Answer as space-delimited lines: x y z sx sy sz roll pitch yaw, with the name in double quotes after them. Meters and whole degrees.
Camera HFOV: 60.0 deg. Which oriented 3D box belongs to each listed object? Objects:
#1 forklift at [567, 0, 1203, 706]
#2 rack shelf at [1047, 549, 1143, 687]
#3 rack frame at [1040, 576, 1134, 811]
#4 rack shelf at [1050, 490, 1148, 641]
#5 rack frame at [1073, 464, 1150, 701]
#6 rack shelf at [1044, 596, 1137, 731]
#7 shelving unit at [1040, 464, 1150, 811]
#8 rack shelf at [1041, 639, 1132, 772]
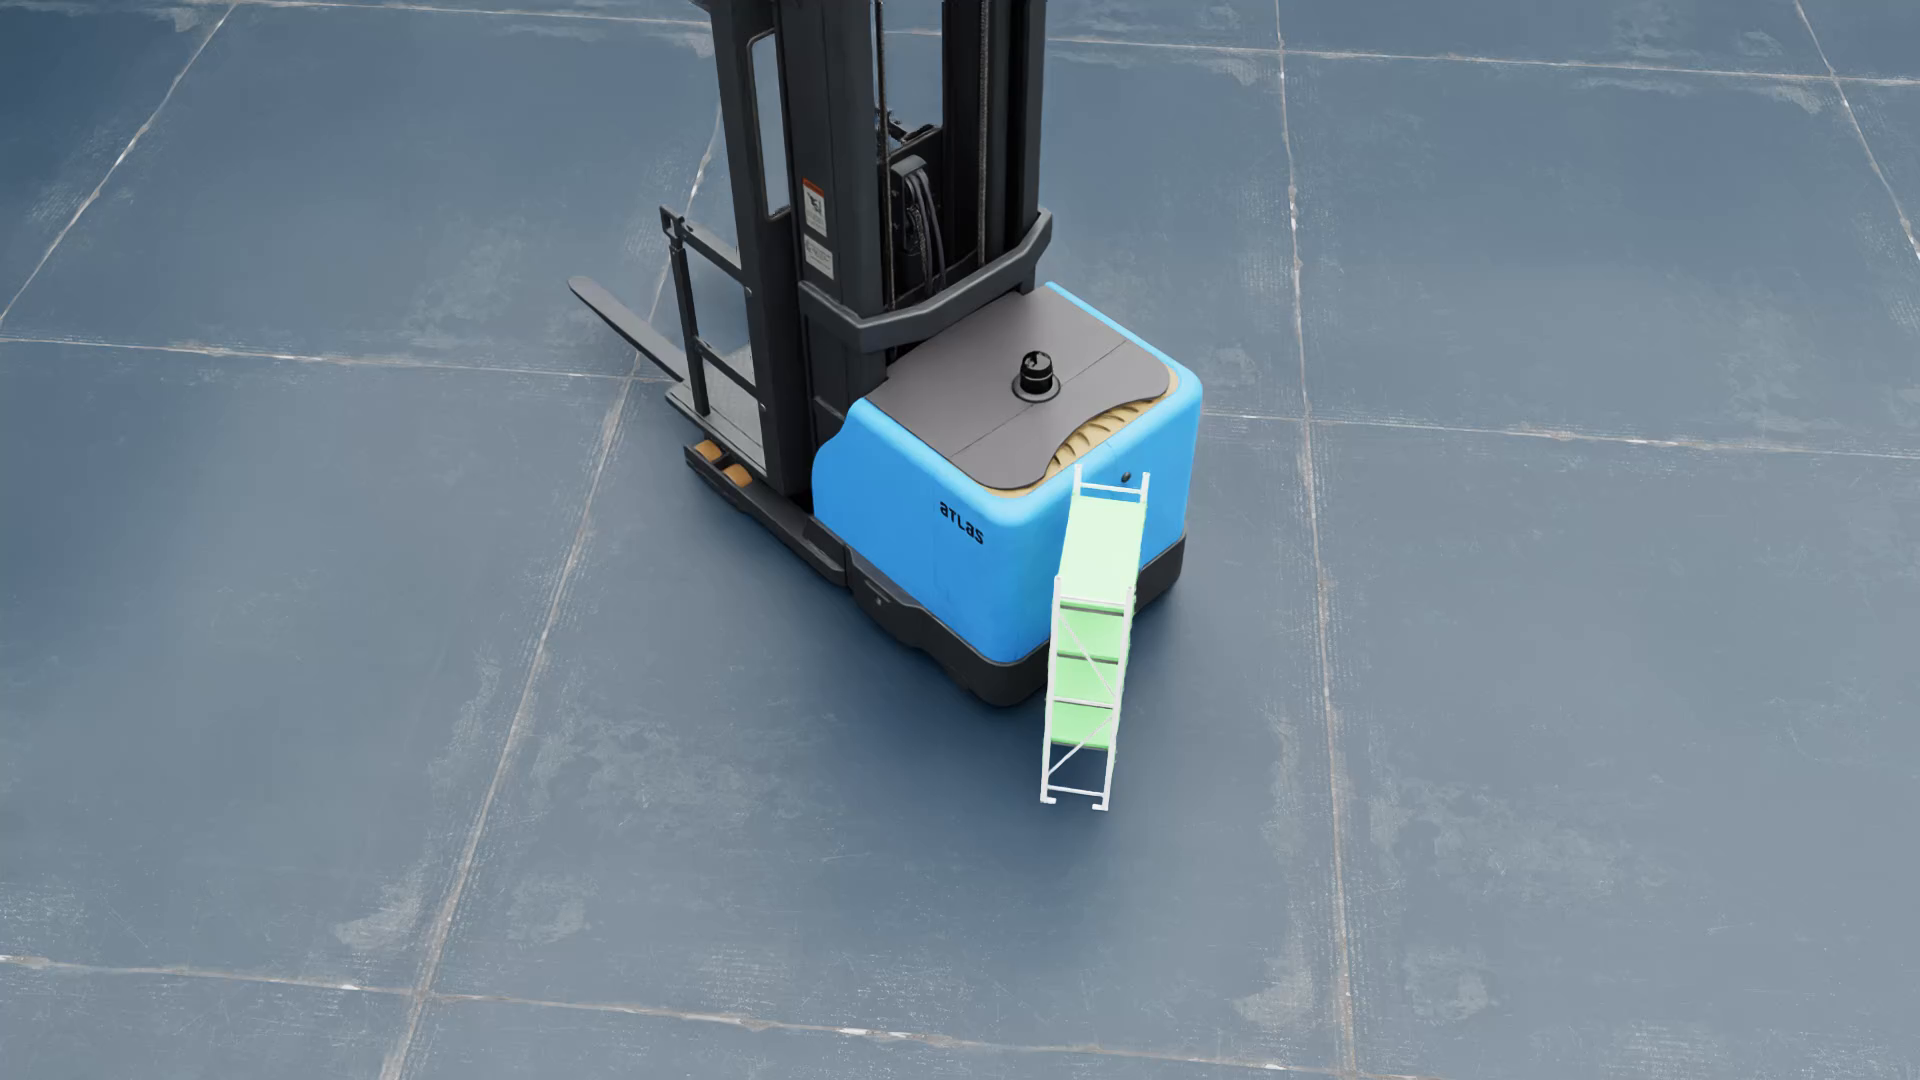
-0.504 -1.374 6.046 1.130 2.935 3.031 -35 56 -28 "forklift"
0.448 0.239 5.506 0.258 0.148 0.480 7 48 7 "rack shelf"
0.406 0.535 5.474 0.240 1.200 0.015 7 48 7 "rack frame"
0.448 0.077 5.329 0.258 0.148 0.480 7 48 7 "rack shelf"
0.491 0.180 5.798 0.240 1.200 0.015 7 48 7 "rack frame"
0.448 0.401 5.683 0.258 0.148 0.480 7 48 7 "rack shelf"
0.448 0.358 5.636 0.258 1.200 0.503 7 48 7 "shelving unit"
0.448 0.563 5.860 0.258 0.148 0.480 7 48 7 "rack shelf"
